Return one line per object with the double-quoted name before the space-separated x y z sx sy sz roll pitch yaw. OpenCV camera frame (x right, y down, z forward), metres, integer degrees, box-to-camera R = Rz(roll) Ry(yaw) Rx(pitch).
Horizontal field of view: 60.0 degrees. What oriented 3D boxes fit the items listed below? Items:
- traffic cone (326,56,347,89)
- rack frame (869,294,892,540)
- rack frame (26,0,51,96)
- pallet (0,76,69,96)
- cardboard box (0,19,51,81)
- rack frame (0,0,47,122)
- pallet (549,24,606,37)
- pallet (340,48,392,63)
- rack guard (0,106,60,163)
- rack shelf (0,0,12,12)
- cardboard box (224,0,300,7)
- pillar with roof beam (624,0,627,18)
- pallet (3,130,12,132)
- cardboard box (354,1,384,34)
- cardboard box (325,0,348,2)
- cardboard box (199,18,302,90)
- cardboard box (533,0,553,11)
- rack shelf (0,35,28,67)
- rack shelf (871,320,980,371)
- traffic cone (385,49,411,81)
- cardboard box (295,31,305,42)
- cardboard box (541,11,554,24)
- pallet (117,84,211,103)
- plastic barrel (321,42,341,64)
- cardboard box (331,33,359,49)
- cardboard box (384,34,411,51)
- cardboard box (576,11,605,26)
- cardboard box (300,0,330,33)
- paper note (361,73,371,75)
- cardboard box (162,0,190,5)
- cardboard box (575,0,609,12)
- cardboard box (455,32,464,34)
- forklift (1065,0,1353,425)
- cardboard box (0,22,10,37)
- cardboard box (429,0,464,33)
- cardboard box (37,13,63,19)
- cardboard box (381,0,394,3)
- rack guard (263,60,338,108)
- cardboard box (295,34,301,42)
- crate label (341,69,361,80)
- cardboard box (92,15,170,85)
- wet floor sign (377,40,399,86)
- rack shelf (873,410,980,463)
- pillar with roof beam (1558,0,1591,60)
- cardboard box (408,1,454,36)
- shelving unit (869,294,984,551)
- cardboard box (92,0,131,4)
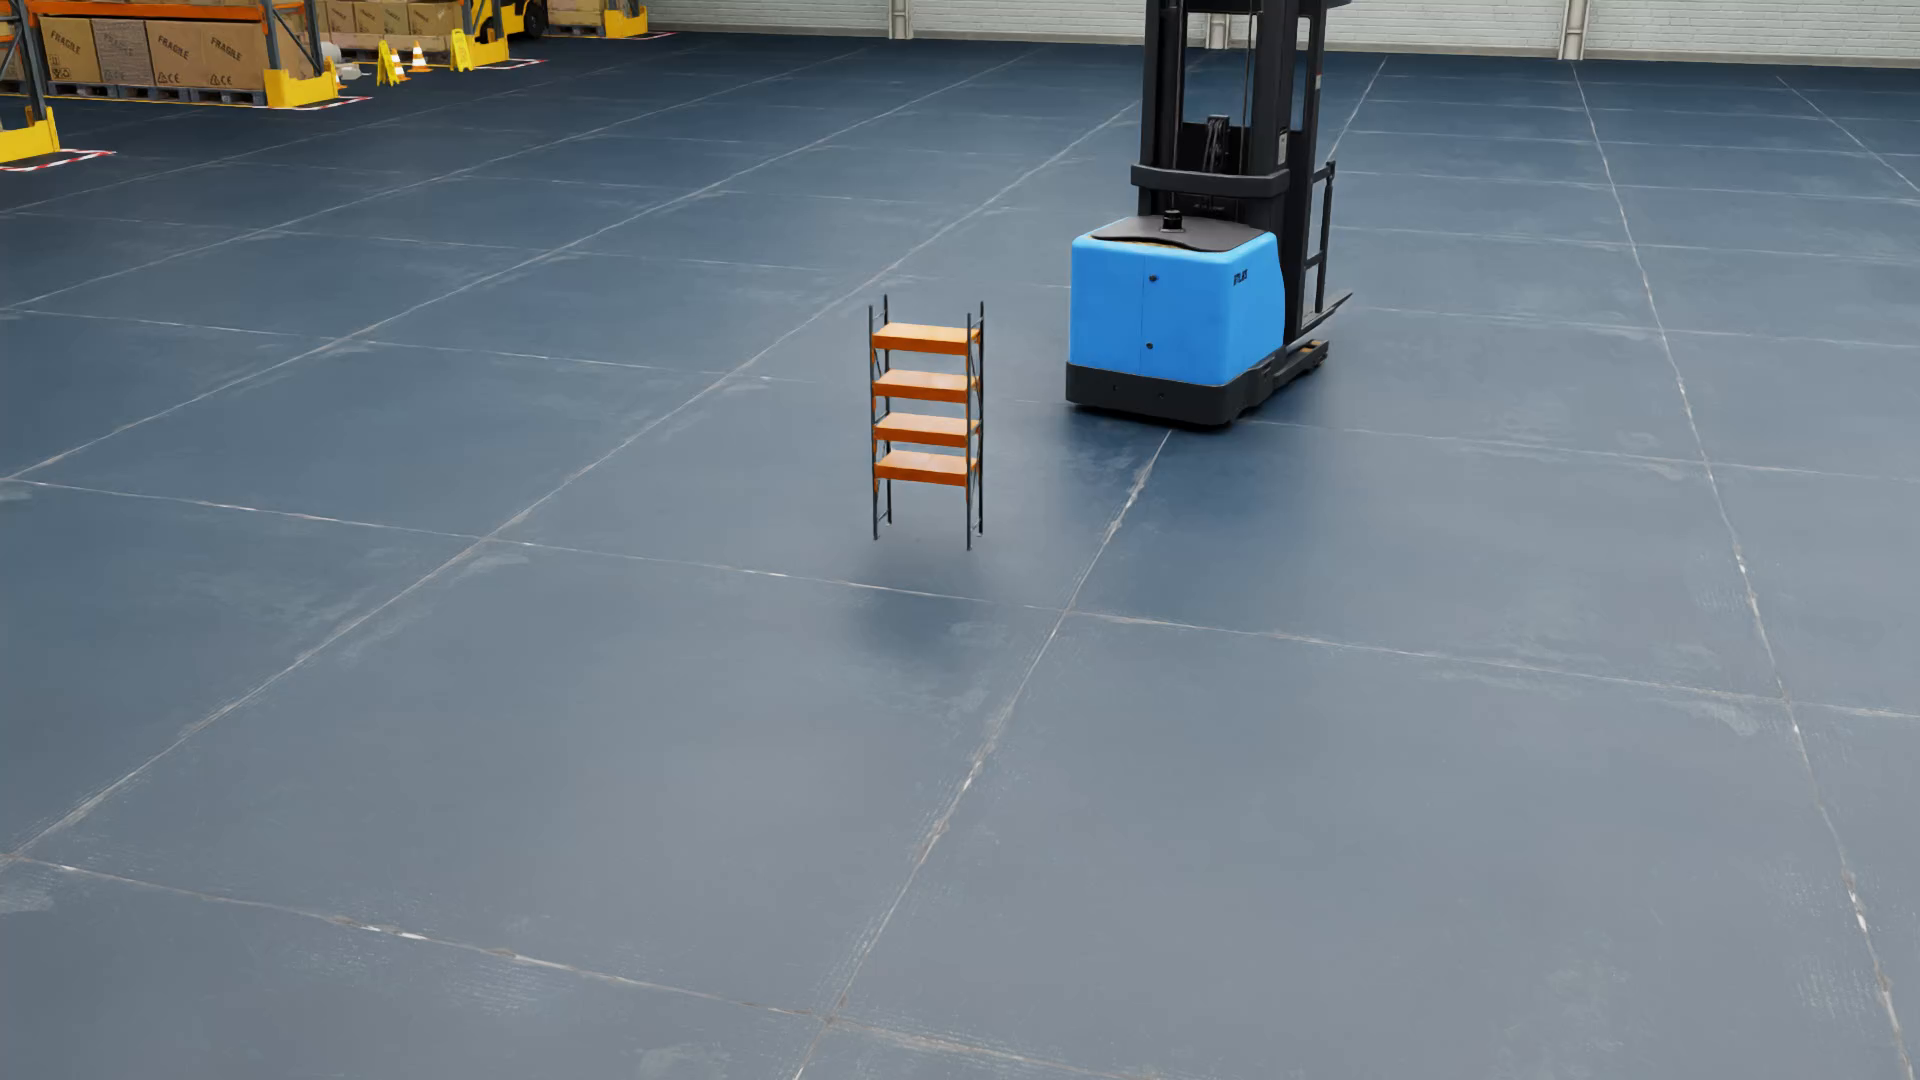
"traffic cone" -9.310 -6.928 24.614 0.334 0.463 0.336 7 23 16
"rack frame" -0.392 -0.600 8.215 0.015 1.200 0.240 7 23 16
"rack frame" -13.041 -7.966 23.802 0.127 3.000 1.000 7 23 16
"pallet" -13.802 -6.734 24.471 1.213 0.211 1.003 7 23 16
"cardboard box" -13.662 -7.155 24.235 0.750 0.750 1.050 6 23 15
"rack frame" -10.741 -5.737 18.367 0.127 3.000 1.000 7 23 16
"pallet" -7.193 -9.920 32.239 1.213 0.211 1.003 7 23 16
"pallet" -9.883 -8.292 28.270 1.213 0.211 1.003 7 23 16
"rack guard" -10.814 -4.589 18.861 0.348 0.500 1.175 7 23 16
"rack shelf" -14.956 -7.853 24.473 4.000 0.370 1.077 7 23 16
"cardboard box" -9.580 -7.622 22.764 0.550 0.550 0.875 7 23 16
"pillar with roof beam" -8.098 -12.757 27.575 0.400 9.000 9.100 7 23 16
"pallet" -11.582 -4.557 19.165 1.213 0.211 1.003 7 23 16
"cardboard box" -9.703 -8.714 27.705 0.500 0.500 0.500 6 23 14
"cardboard box" -10.368 -9.063 27.702 0.250 0.149 0.380 8 24 19
"cardboard box" -9.880 -6.790 23.179 0.875 0.875 0.875 7 23 16
"cardboard box" -7.982 -10.342 32.005 0.500 0.250 0.500 6 23 14
"rack shelf" -12.656 -5.623 19.038 4.000 0.370 1.077 7 23 16
"rack shelf" -0.158 -0.937 8.001 0.480 0.148 0.258 7 23 16
"traffic cone" -8.658 -7.302 25.524 0.334 0.463 0.336 7 23 16
"cardboard box" -11.221 -8.535 28.259 0.500 0.250 0.500 5 23 13
"cardboard box" -7.939 -10.116 32.113 0.500 0.250 0.500 7 23 16
"pallet" -11.164 -6.432 23.734 1.213 0.211 1.003 7 23 15
"plastic barrel" -10.294 -7.822 26.844 0.512 0.421 0.421 -14 26 -30
"cardboard box" -10.198 -8.424 27.987 0.500 0.250 0.500 6 23 15
"cardboard box" -9.224 -8.310 27.710 0.500 0.250 0.500 7 23 16
"cardboard box" -6.990 -10.000 31.830 0.500 0.250 0.500 7 23 16
"cardboard box" -10.705 -8.828 27.984 0.500 0.500 0.500 8 23 18
"paper note" -9.359 -7.344 26.197 0.142 0.019 0.148 -1 22 -3
"cardboard box" -10.613 -7.781 23.152 0.550 0.550 0.875 7 23 16
"cardboard box" -7.005 -10.235 31.742 0.500 0.250 0.500 6 23 15
"cardboard box" -8.571 -8.449 28.047 0.500 0.250 0.500 6 23 15
"forklift" 1.828 -2.546 10.679 1.130 2.935 3.031 12 25 28
"cardboard box" -10.945 -5.739 18.702 0.250 0.149 0.380 7 23 16
"cardboard box" -8.594 -8.798 27.911 0.500 0.500 0.500 6 23 14
"cardboard box" -16.175 -9.532 29.864 0.875 0.875 0.875 6 23 15
"cardboard box" -9.332 -8.944 27.413 0.250 0.149 0.380 7 23 16
"rack guard" -9.189 -6.369 23.201 0.348 0.500 1.175 7 23 16
"cardboard box" -11.075 -8.009 27.196 0.500 0.500 0.500 -14 26 -30
"crate label" -9.429 -7.215 25.741 0.298 0.136 0.250 -5 23 -12
"cardboard box" -11.595 -6.986 23.658 0.875 0.875 0.875 7 23 16
"wet floor sign" -8.612 -7.155 24.926 0.232 0.644 0.267 3 22 6
"rack shelf" -0.158 -0.511 8.175 0.480 0.148 0.258 7 23 16
"pillar with roof beam" 9.134 -10.783 22.764 0.400 9.000 9.100 7 23 16
"cardboard box" -8.721 -8.600 27.427 0.500 0.500 0.500 7 23 16
"shelving unit" -0.158 -0.573 8.150 0.503 1.200 0.258 7 23 16
"cardboard box" -11.669 -7.846 23.310 0.550 0.550 0.875 7 23 16
